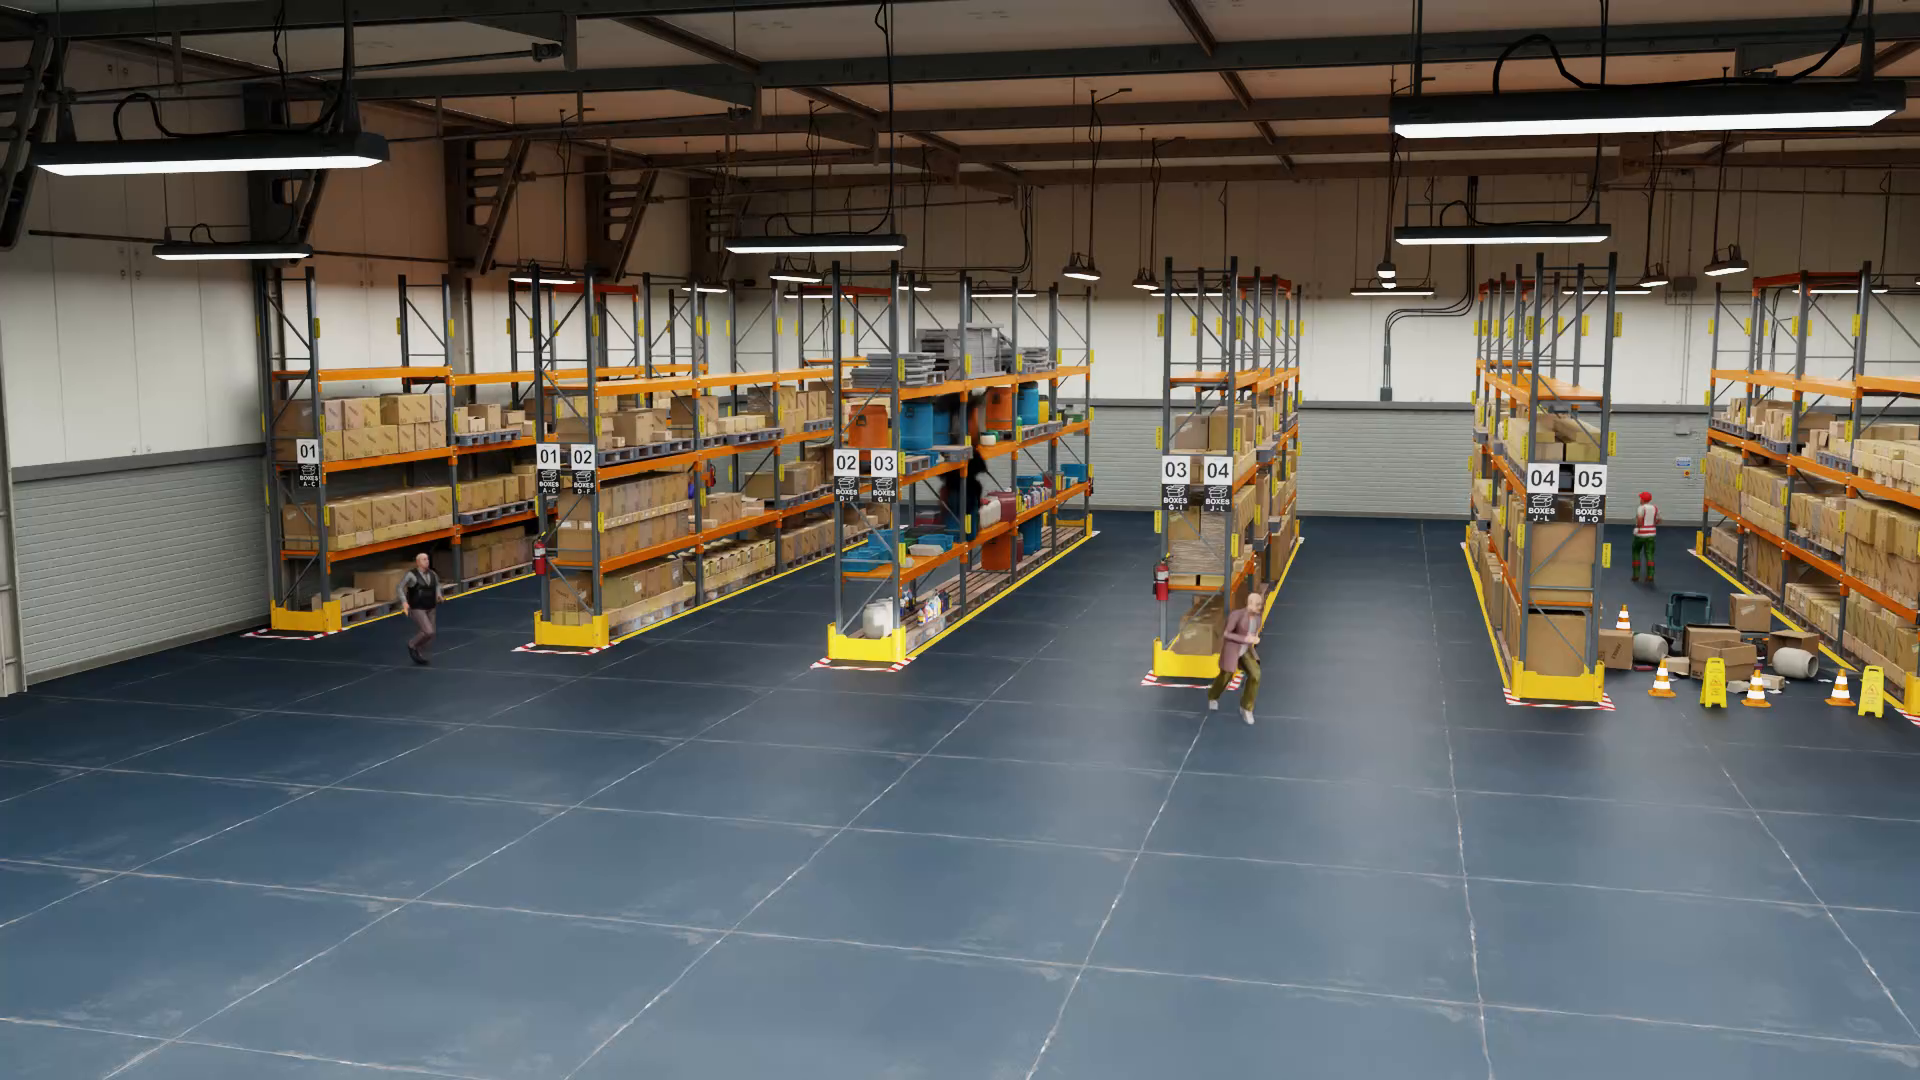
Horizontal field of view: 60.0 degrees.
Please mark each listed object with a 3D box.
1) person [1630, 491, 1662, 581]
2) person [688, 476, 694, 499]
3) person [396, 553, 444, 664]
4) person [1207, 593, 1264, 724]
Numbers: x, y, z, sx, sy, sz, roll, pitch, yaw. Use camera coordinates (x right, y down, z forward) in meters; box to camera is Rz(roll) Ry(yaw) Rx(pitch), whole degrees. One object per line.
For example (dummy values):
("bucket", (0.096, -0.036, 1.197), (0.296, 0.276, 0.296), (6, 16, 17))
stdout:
("person", (13.542, -0.030, 32.797), (0.616, 1.851, 0.792), (0, 7, -2))
("person", (-6.277, -0.696, 38.703), (0.591, 1.618, 0.603), (2, 8, 15))
("person", (-7.980, 1.030, 24.767), (0.665, 1.675, 0.644), (5, 9, 33))
("person", (3.562, 1.493, 21.430), (0.753, 1.736, 1.072), (-4, 8, -30))
